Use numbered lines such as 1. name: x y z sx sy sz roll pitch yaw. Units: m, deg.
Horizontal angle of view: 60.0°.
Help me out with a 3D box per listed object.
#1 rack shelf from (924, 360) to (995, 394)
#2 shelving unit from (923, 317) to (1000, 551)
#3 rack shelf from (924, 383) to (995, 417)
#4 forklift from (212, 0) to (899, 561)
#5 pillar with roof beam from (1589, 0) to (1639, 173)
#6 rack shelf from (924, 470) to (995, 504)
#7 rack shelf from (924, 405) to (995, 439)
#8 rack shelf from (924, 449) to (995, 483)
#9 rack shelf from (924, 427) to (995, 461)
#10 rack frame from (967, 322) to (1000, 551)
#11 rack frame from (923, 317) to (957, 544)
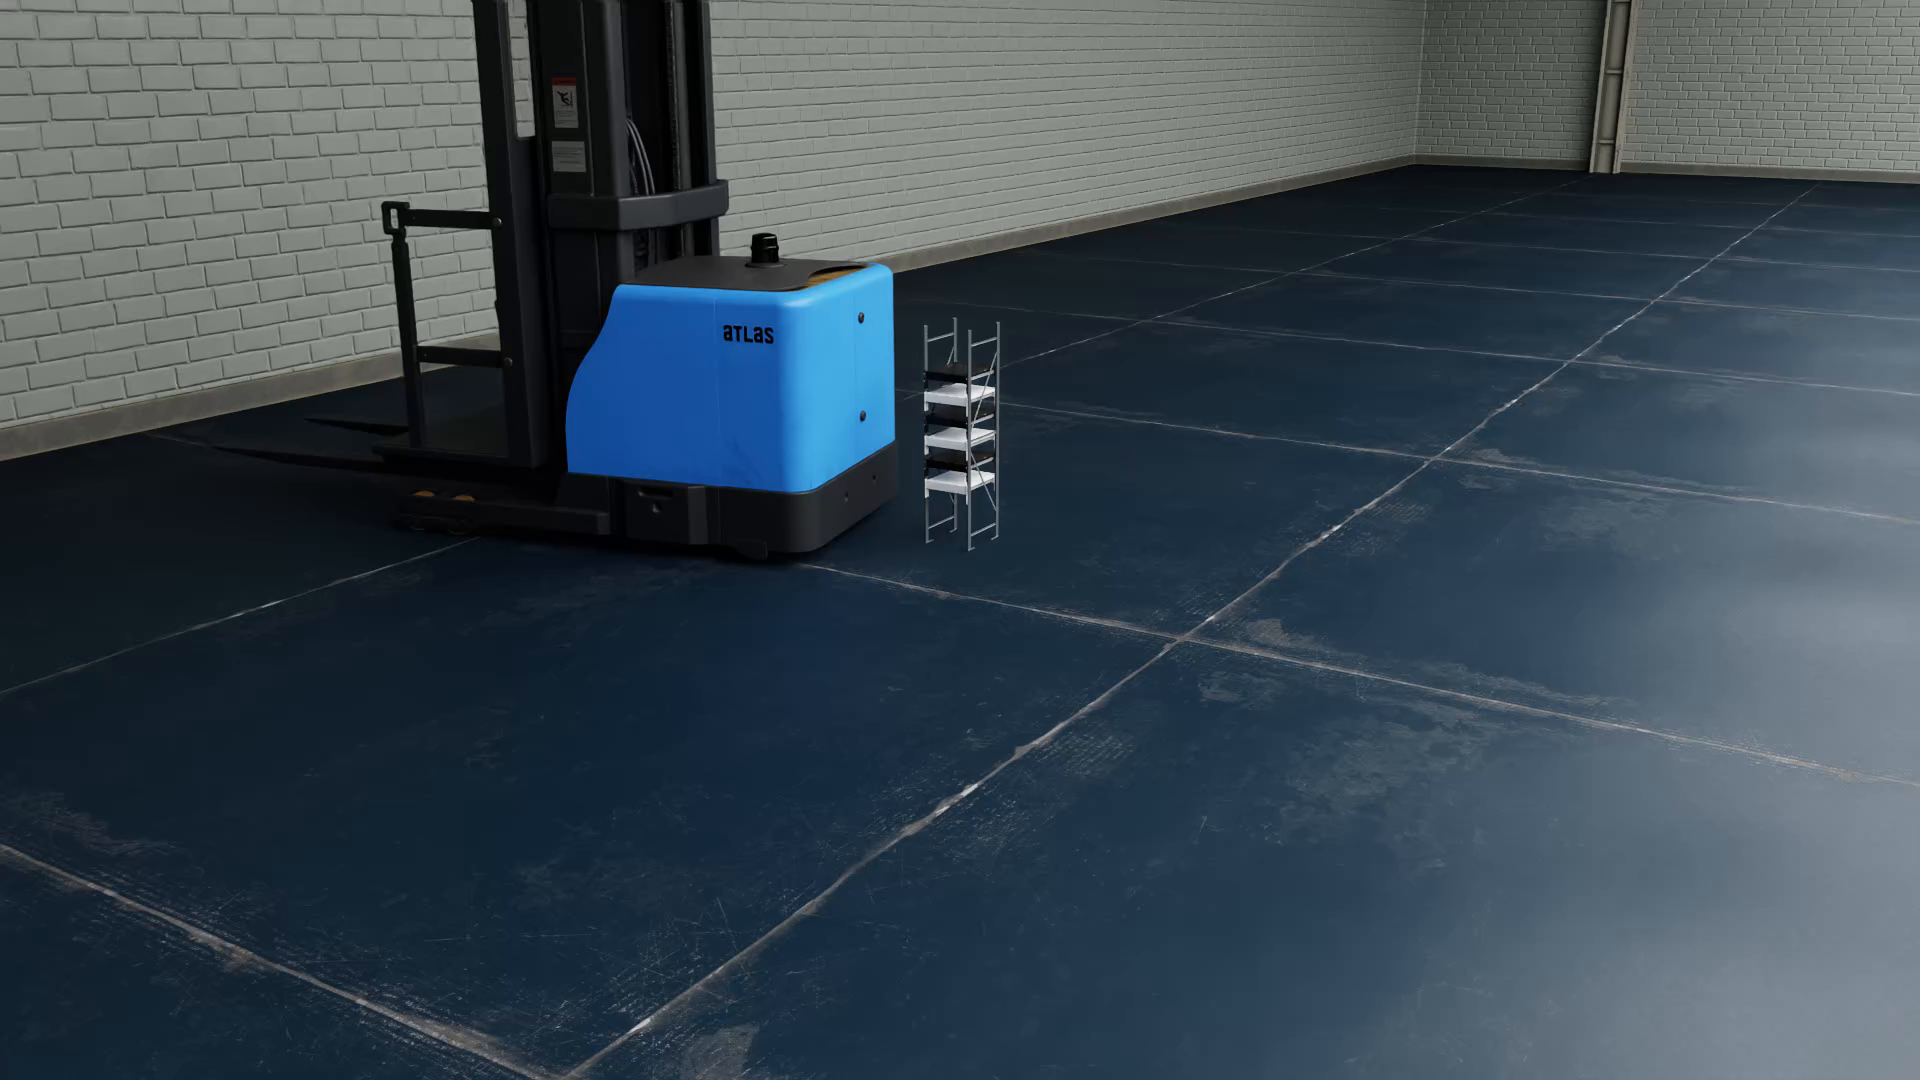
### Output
1. rack shelf: 0.007 -0.656 6.678 0.200 0.077 0.258 10 20 30
2. shelving unit: 0.007 -0.429 6.746 0.210 0.900 0.258 10 20 30
3. rack shelf: 0.007 -0.570 6.704 0.200 0.077 0.258 10 20 30
4. forklift: -1.844 -1.561 6.978 3.031 2.935 1.130 6 18 18
5. pillar with roof beam: 7.568 -8.847 20.524 0.400 9.000 9.100 10 20 30
6. rack shelf: 0.007 -0.225 6.808 0.200 0.077 0.258 10 20 30
7. rack shelf: 0.007 -0.484 6.730 0.200 0.077 0.258 10 20 30
8. rack shelf: 0.007 -0.311 6.782 0.200 0.077 0.258 10 20 30
9. rack shelf: 0.007 -0.397 6.756 0.200 0.077 0.258 10 20 30
10. rack frame: 0.094 -0.414 6.695 0.006 0.900 0.240 10 20 30
11. rack frame: -0.080 -0.445 6.797 0.006 0.900 0.240 10 20 30
